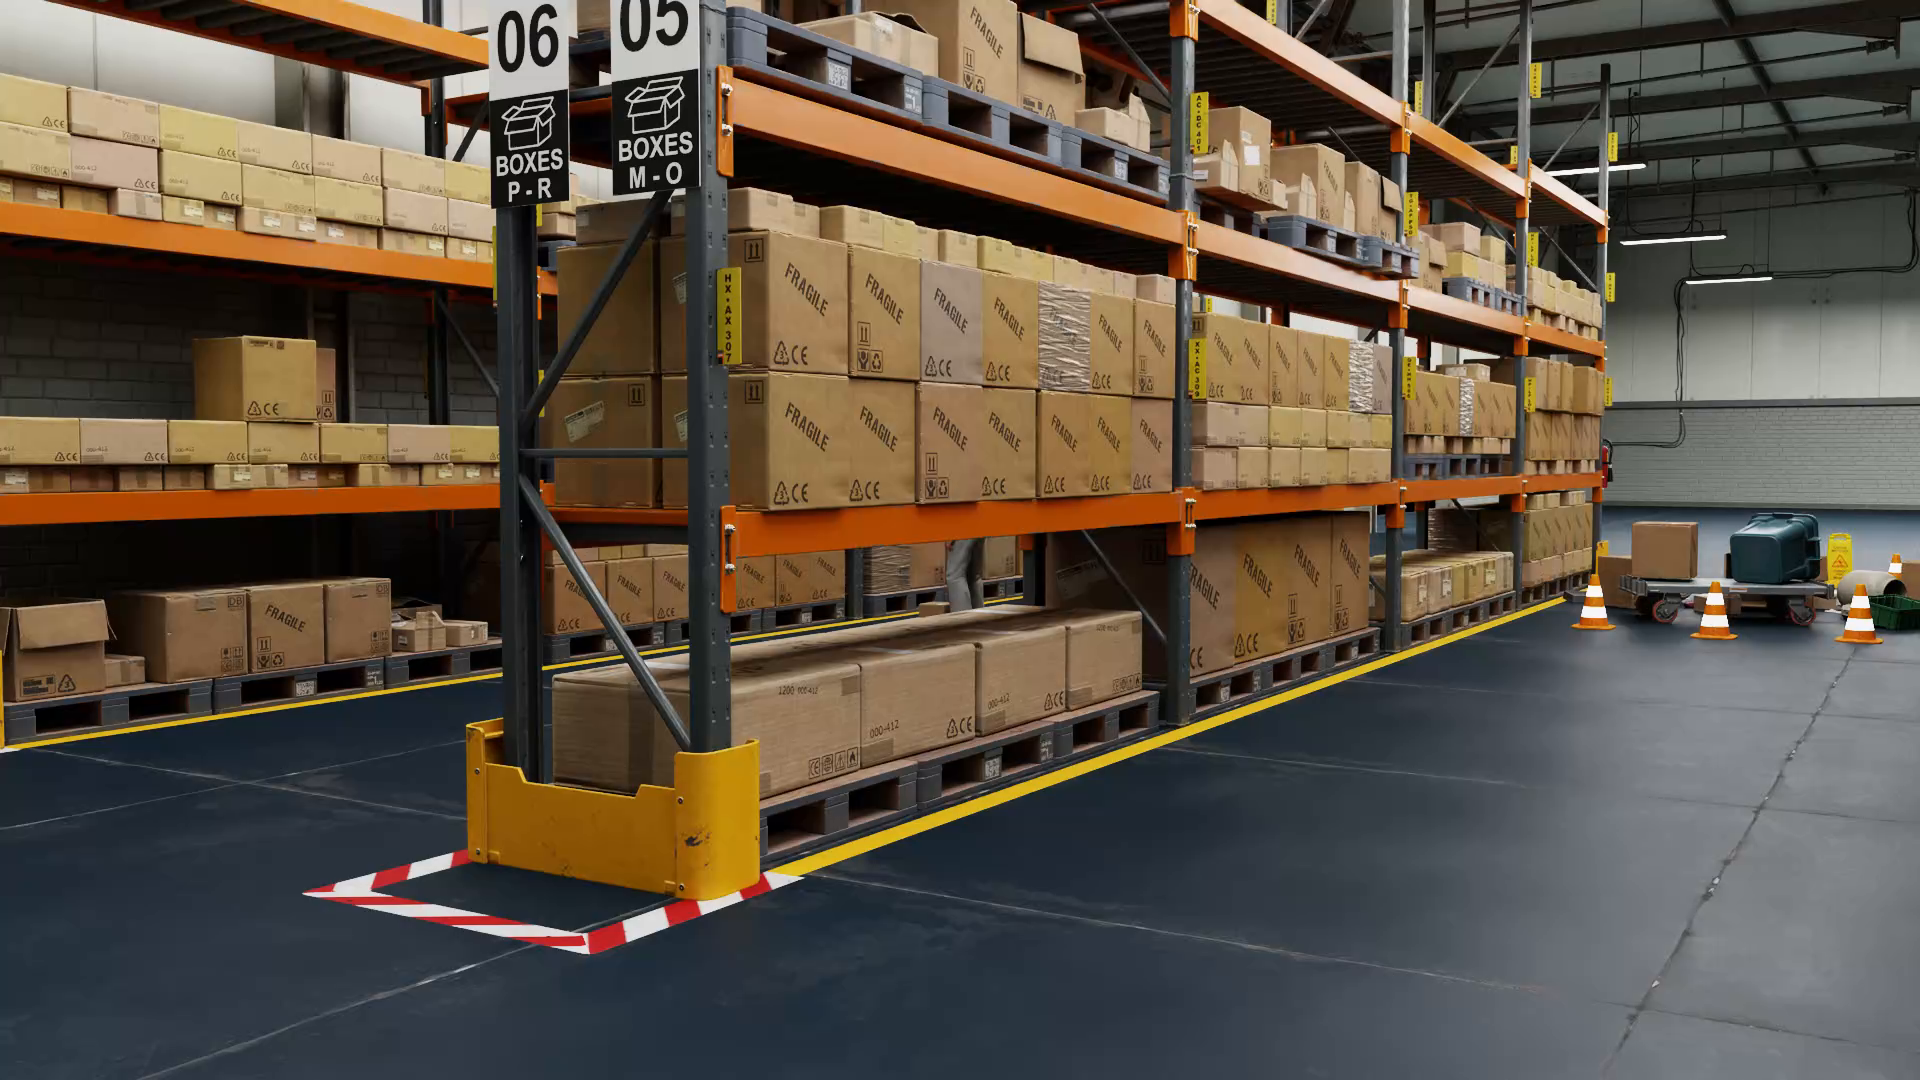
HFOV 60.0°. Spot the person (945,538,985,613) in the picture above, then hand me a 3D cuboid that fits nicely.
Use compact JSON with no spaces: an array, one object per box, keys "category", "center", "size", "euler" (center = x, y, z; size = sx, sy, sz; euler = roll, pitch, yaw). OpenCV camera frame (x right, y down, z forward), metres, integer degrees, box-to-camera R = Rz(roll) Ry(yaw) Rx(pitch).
[{"category":"person","center":[0.035,-0.042,13.914],"size":[0.359,1.672,0.514],"euler":[2,3,28]}]
